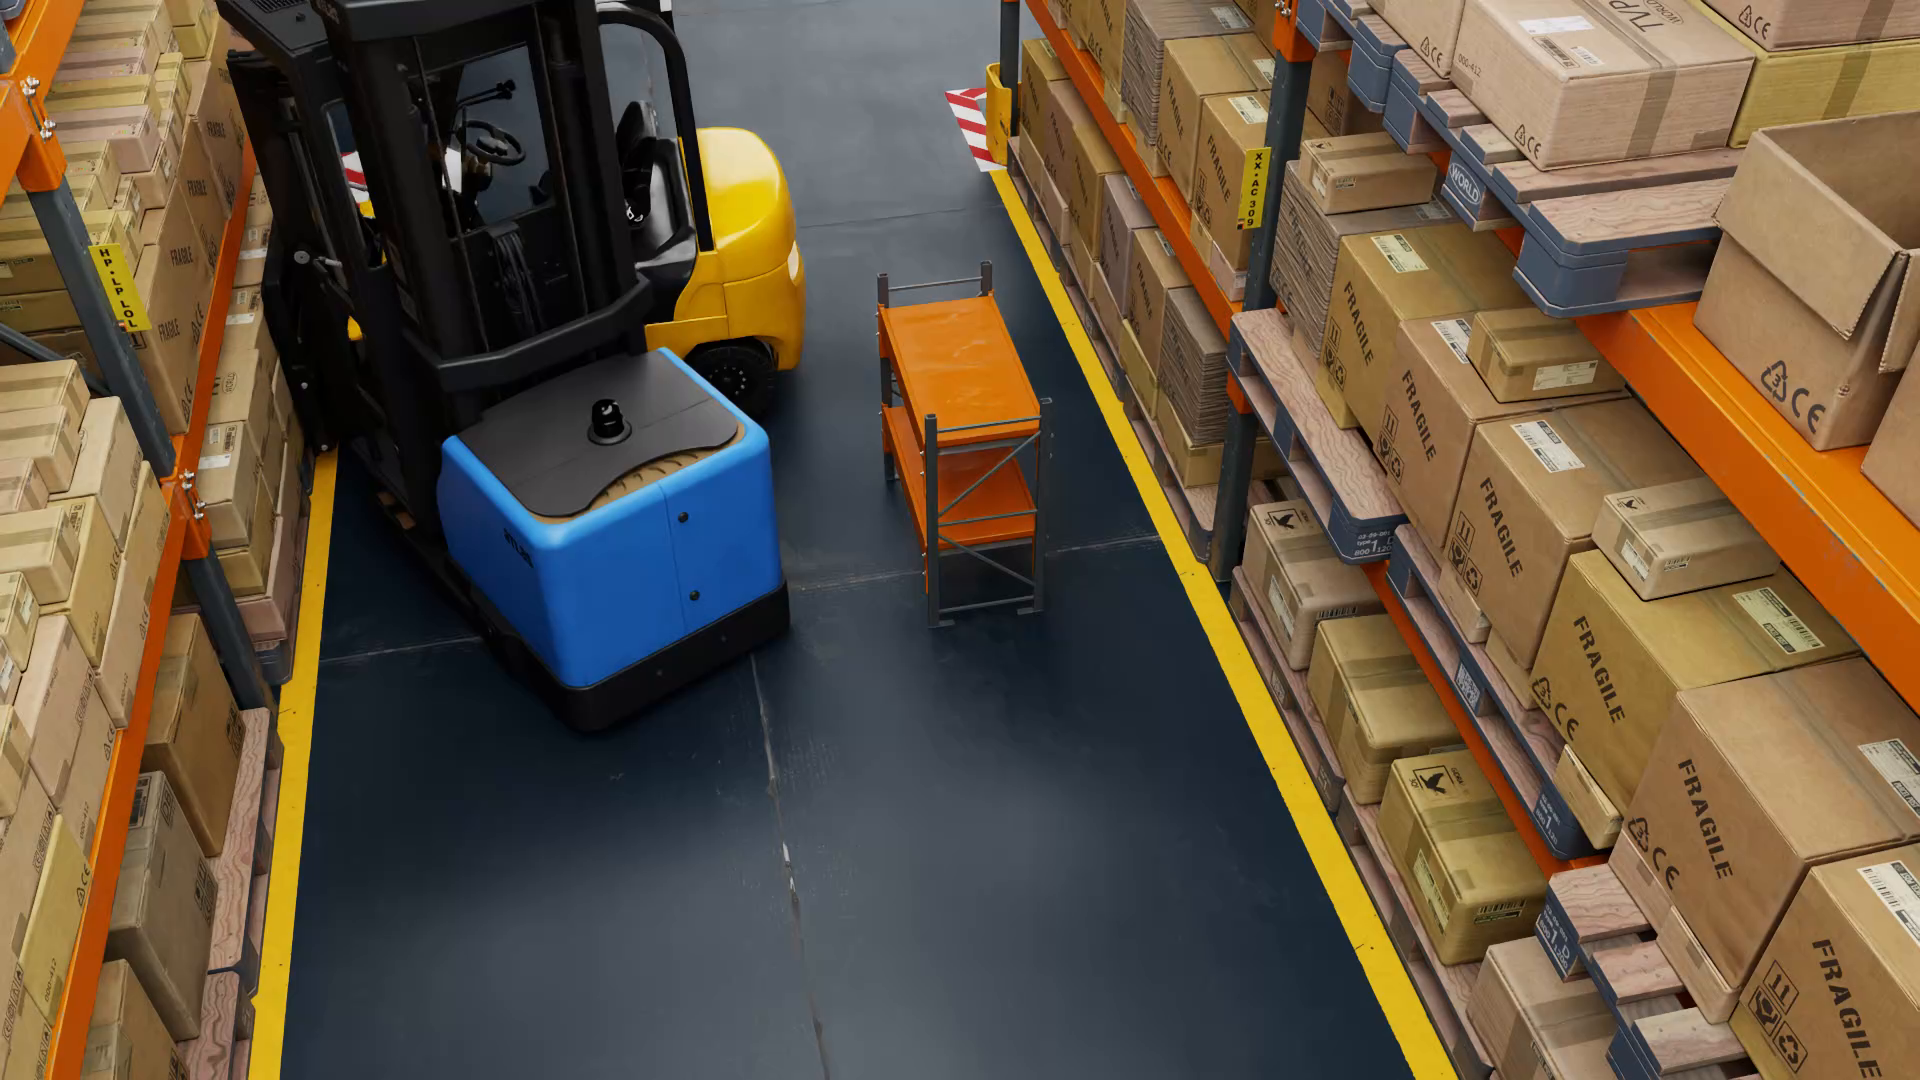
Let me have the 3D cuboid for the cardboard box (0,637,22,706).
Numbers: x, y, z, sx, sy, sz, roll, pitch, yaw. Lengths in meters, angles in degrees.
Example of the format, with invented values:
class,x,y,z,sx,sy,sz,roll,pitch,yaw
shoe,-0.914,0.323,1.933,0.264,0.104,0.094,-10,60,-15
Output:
class,x,y,z,sx,sy,sz,roll,pitch,yaw
cardboard box,-2.649,0.409,4.248,0.380,0.149,0.250,-8,42,-9

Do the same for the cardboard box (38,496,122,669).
class,x,y,z,sx,sy,sz,roll,pitch,yaw
cardboard box,-2.771,0.158,4.830,0.500,0.250,0.500,-9,42,-10

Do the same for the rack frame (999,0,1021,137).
class,x,y,z,sx,sy,sz,roll,pitch,yaw
rack frame,0.738,-3.631,9.363,1.000,3.000,0.127,-8,42,-9

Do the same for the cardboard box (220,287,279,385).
class,x,y,z,sx,sy,sz,roll,pitch,yaw
cardboard box,-3.261,-0.840,7.220,0.500,0.250,0.500,-7,42,-8

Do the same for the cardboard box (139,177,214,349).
class,x,y,z,sx,sy,sz,roll,pitch,yaw
cardboard box,-3.214,-1.022,6.349,0.500,0.500,0.500,-8,42,-9

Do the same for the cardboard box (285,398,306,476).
class,x,y,z,sx,sy,sz,roll,pitch,yaw
cardboard box,-3.276,-0.472,7.559,0.500,0.250,0.500,-8,42,-9

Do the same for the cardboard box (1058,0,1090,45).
class,x,y,z,sx,sy,sz,roll,pitch,yaw
cardboard box,0.796,-2.768,8.091,0.500,0.500,0.500,-9,42,-10

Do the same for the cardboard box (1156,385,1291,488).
class,x,y,z,sx,sy,sz,roll,pitch,yaw
cardboard box,1.212,-0.512,7.604,0.500,0.250,0.500,-7,42,-7

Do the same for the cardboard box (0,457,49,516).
class,x,y,z,sx,sy,sz,roll,pitch,yaw
cardboard box,-2.879,-0.084,4.803,0.380,0.149,0.250,-8,42,-9

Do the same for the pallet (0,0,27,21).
class,x,y,z,sx,sy,sz,roll,pitch,yaw
pallet,-3.454,-1.963,5.290,1.003,0.211,1.213,-8,42,-9

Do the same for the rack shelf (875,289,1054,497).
class,x,y,z,sx,sy,sz,roll,pitch,yaw
rack shelf,0.001,-0.635,6.959,0.538,0.278,1.000,-8,42,-9

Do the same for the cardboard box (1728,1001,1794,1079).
class,x,y,z,sx,sy,sz,roll,pitch,yaw
cardboard box,2.036,1.149,3.851,0.380,0.149,0.250,-8,42,-9

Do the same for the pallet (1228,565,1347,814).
class,x,y,z,sx,sy,sz,roll,pitch,yaw
pallet,1.771,0.509,6.799,1.003,0.211,1.213,-8,42,-9

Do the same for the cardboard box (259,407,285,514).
class,x,y,z,sx,sy,sz,roll,pitch,yaw
cardboard box,-3.158,-0.324,7.016,0.500,0.250,0.500,-9,42,-10

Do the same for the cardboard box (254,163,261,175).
class,x,y,z,sx,sy,sz,roll,pitch,yaw
cardboard box,-3.588,-1.836,8.343,0.500,0.250,0.500,-8,42,-8

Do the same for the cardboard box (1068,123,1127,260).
class,x,y,z,sx,sy,sz,roll,pitch,yaw
cardboard box,0.865,-1.798,8.488,0.500,0.500,0.500,-8,42,-8

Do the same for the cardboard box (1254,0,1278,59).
class,x,y,z,sx,sy,sz,roll,pitch,yaw
cardboard box,1.630,-2.211,6.711,0.700,0.500,0.500,-8,42,-9

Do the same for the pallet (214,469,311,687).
class,x,y,z,sx,sy,sz,roll,pitch,yaw
pallet,-3.375,0.197,7.151,1.003,0.211,1.213,-8,42,-9

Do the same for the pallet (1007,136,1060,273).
class,x,y,z,sx,sy,sz,roll,pitch,yaw
pallet,0.896,-2.007,9.634,1.003,0.211,1.213,-8,42,-9

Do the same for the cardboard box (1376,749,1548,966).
class,x,y,z,sx,sy,sz,roll,pitch,yaw
cardboard box,2.028,1.043,5.760,0.950,0.372,0.625,-7,42,-8

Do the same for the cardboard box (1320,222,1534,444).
class,x,y,z,sx,sy,sz,roll,pitch,yaw
cardboard box,1.532,-0.675,5.416,0.500,0.500,0.500,-8,42,-9

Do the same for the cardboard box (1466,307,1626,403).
class,x,y,z,sx,sy,sz,roll,pitch,yaw
cardboard box,1.693,-0.542,4.778,0.380,0.149,0.250,-6,42,-7

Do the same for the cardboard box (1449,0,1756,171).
class,x,y,z,sx,sy,sz,roll,pitch,yaw
cardboard box,1.577,-1.173,4.131,0.500,0.250,0.500,-9,42,-10

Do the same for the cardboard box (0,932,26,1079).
class,x,y,z,sx,sy,sz,roll,pitch,yaw
cardboard box,-2.440,1.148,3.715,0.500,0.250,0.500,-9,42,-10

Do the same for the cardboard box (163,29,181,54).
class,x,y,z,sx,sy,sz,roll,pitch,yaw
cardboard box,-3.493,-2.010,6.973,0.380,0.149,0.250,-9,42,-10

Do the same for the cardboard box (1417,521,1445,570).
class,x,y,z,sx,sy,sz,roll,pitch,yaw
cardboard box,1.660,-0.029,5.178,0.380,0.149,0.250,-8,42,-9

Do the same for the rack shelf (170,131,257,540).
class,x,y,z,sx,sy,sz,roll,pitch,yaw
rack shelf,-3.676,-1.352,7.337,1.077,0.370,4.000,-8,42,-9

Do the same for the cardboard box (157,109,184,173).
class,x,y,z,sx,sy,sz,roll,pitch,yaw
cardboard box,-3.233,-1.522,6.423,0.380,0.149,0.250,-9,42,-10

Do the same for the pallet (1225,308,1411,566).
class,x,y,z,sx,sy,sz,roll,pitch,yaw
pallet,1.625,-0.450,5.924,1.003,0.211,1.213,-8,42,-9

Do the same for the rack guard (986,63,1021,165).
class,x,y,z,sx,sy,sz,roll,pitch,yaw
rack guard,0.755,-2.647,10.137,1.175,0.500,0.348,-8,42,-9

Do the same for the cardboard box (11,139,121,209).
class,x,y,z,sx,sy,sz,roll,pitch,yaw
cardboard box,-3.232,-1.286,5.933,0.380,0.149,0.250,-9,42,-10

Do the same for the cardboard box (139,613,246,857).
class,x,y,z,sx,sy,sz,roll,pitch,yaw
cardboard box,-3.121,0.743,5.908,0.875,0.625,0.625,-7,42,-7

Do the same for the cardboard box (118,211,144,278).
class,x,y,z,sx,sy,sz,roll,pitch,yaw
cardboard box,-3.114,-1.017,5.854,0.380,0.149,0.250,-7,42,-8

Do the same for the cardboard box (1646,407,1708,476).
class,x,y,z,sx,sy,sz,roll,pitch,yaw
cardboard box,2.253,-0.081,4.748,0.500,0.500,0.500,-10,43,-11

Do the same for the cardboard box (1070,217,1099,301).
class,x,y,z,sx,sy,sz,roll,pitch,yaw
cardboard box,0.875,-1.514,8.732,0.500,0.250,0.500,-6,42,-6

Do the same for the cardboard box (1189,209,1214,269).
class,x,y,z,sx,sy,sz,roll,pitch,yaw
cardboard box,1.174,-1.270,6.892,0.380,0.149,0.250,-7,42,-8

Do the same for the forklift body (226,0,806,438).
class,x,y,z,sx,sy,sz,roll,pitch,yaw
forklift body,-1.917,-1.632,7.751,2.313,2.155,1.214,-8,42,-9

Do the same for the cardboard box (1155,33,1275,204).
class,x,y,z,sx,sy,sz,roll,pitch,yaw
cardboard box,1.145,-1.772,6.969,0.500,0.500,0.500,-7,42,-8

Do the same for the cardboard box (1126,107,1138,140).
class,x,y,z,sx,sy,sz,roll,pitch,yaw
cardboard box,0.986,-1.937,7.644,0.380,0.149,0.250,-9,42,-10

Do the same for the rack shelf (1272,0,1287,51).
class,x,y,z,sx,sy,sz,roll,pitch,yaw
rack shelf,1.170,-3.188,7.146,1.077,0.370,4.000,-8,42,-9

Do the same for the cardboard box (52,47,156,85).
class,x,y,z,sx,sy,sz,roll,pitch,yaw
cardboard box,-3.379,-1.789,6.499,0.380,0.149,0.250,-9,42,-9

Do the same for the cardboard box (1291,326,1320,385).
class,x,y,z,sx,sy,sz,roll,pitch,yaw
cardboard box,1.412,-0.698,5.931,0.380,0.149,0.250,-8,42,-9

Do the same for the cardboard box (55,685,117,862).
class,x,y,z,sx,sy,sz,roll,pitch,yaw
cardboard box,-2.689,0.672,4.628,0.500,0.250,0.500,-8,42,-9

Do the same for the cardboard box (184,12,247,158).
class,x,y,z,sx,sy,sz,roll,pitch,yaw
cardboard box,-3.531,-2.004,7.454,0.500,0.500,0.500,-9,42,-10

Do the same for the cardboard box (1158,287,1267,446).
class,x,y,z,sx,sy,sz,roll,pitch,yaw
cardboard box,1.212,-0.793,7.355,0.500,0.500,0.500,-9,42,-10

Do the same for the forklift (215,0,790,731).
class,x,y,z,sx,sy,sz,roll,pitch,yaw
forklift,-2.038,-1.255,6.738,1.130,2.935,3.031,-28,49,-28

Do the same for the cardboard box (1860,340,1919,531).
class,x,y,z,sx,sy,sz,roll,pitch,yaw
cardboard box,2.270,-0.221,3.186,0.700,0.500,0.500,-8,42,-9

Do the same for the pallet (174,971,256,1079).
class,x,y,z,sx,sy,sz,roll,pitch,yaw
pallet,-2.780,1.982,5.139,1.003,0.211,1.213,-8,42,-9

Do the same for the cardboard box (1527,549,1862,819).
class,x,y,z,sx,sy,sz,roll,pitch,yaw
cardboard box,1.863,0.333,4.281,0.500,0.500,0.500,-11,43,-12

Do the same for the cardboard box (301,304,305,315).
class,x,y,z,sx,sy,sz,roll,pitch,yaw
cardboard box,-3.468,-1.304,8.120,0.500,0.250,0.500,-9,42,-10

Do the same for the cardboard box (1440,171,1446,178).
class,x,y,z,sx,sy,sz,roll,pitch,yaw
cardboard box,1.925,-1.078,5.870,0.500,0.500,0.500,-9,42,-10

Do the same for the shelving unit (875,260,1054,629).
class,x,y,z,sx,sy,sz,roll,pitch,yaw
shelving unit,0.001,-0.416,7.153,0.538,1.125,1.048,-8,42,-9

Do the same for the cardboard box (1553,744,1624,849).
class,x,y,z,sx,sy,sz,roll,pitch,yaw
cardboard box,1.818,0.651,4.411,0.380,0.149,0.250,-8,42,-9

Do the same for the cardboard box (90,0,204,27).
class,x,y,z,sx,sy,sz,roll,pitch,yaw
cardboard box,-3.451,-2.294,7.068,0.380,0.149,0.250,-8,42,-8

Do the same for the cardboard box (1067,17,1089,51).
class,x,y,z,sx,sy,sz,roll,pitch,yaw
cardboard box,0.754,-2.608,8.400,0.380,0.149,0.250,-7,42,-8
